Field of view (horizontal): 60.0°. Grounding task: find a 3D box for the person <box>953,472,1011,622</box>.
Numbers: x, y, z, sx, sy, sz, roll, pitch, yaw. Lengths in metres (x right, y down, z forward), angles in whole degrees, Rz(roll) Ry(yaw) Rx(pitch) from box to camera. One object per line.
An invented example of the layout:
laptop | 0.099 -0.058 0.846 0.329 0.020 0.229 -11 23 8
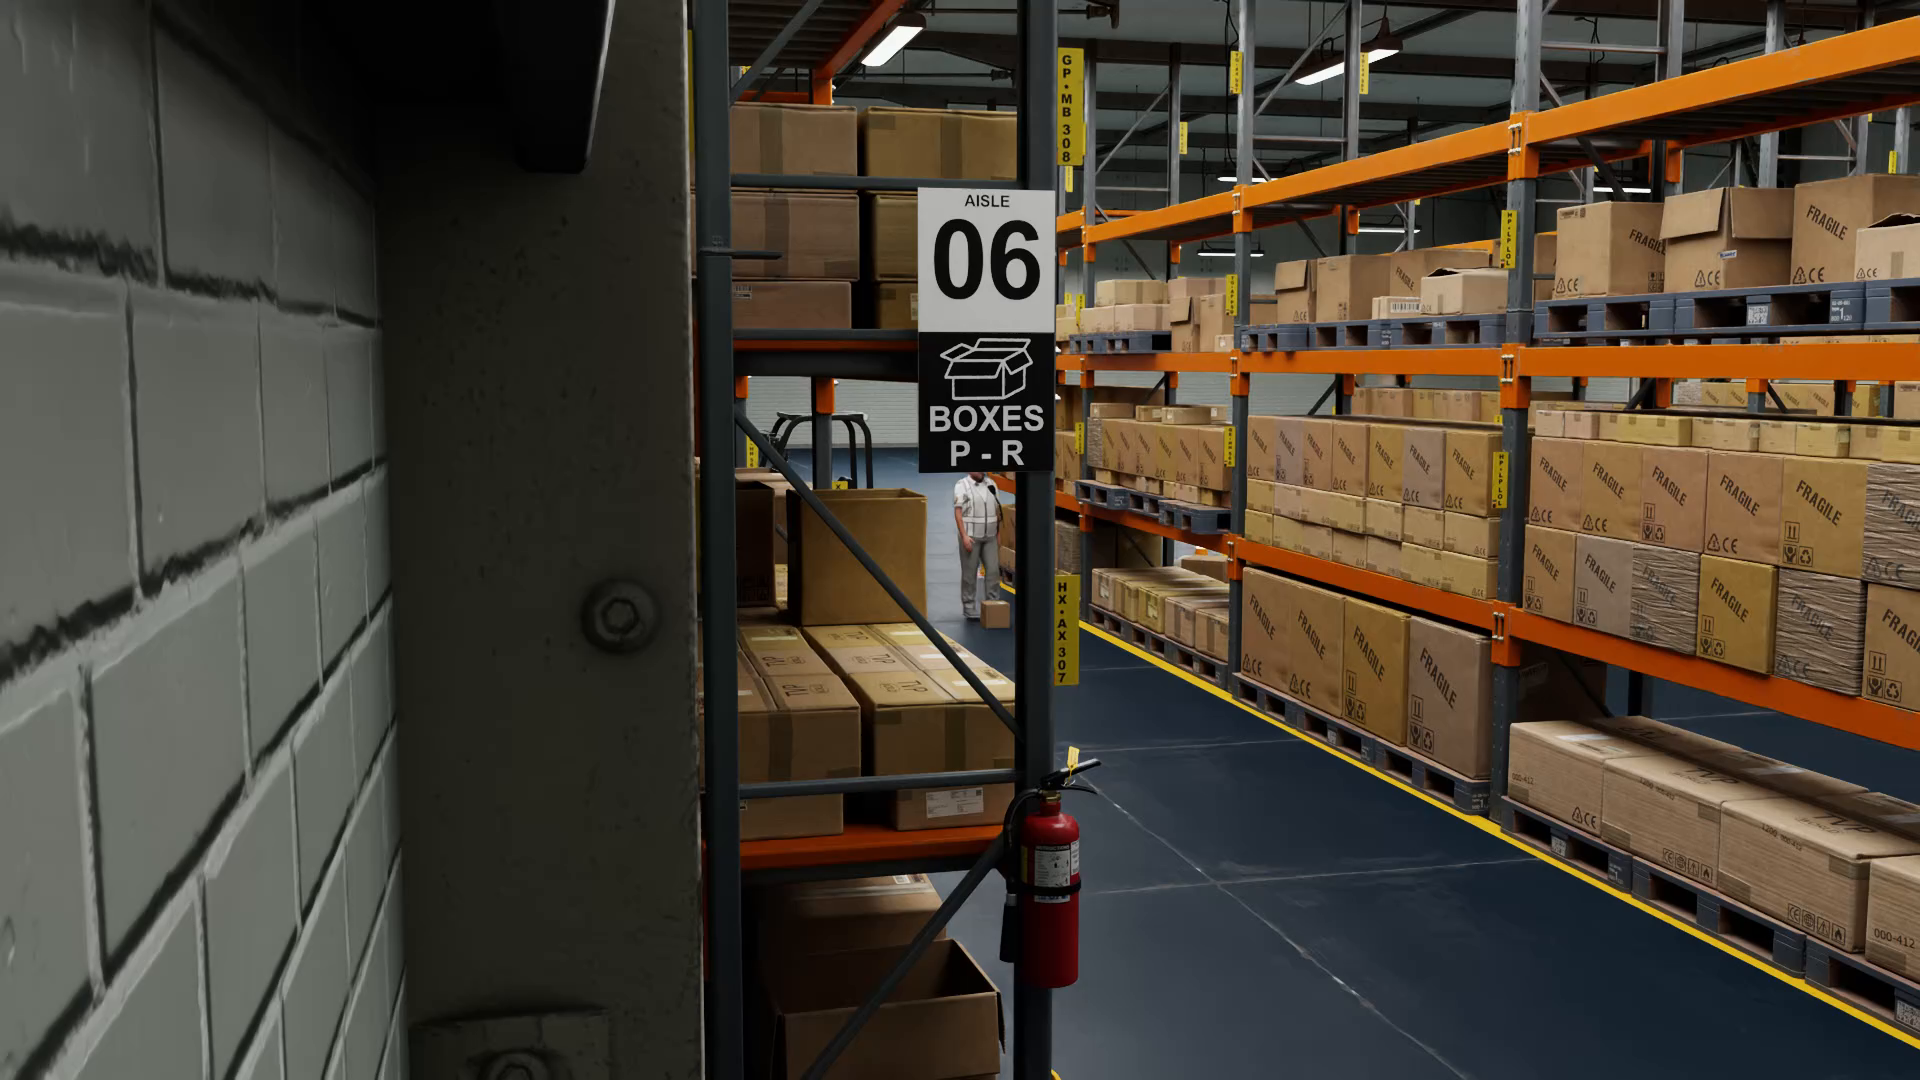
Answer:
person | 0.226 -0.018 17.573 0.559 1.782 0.517 -3 7 -27
